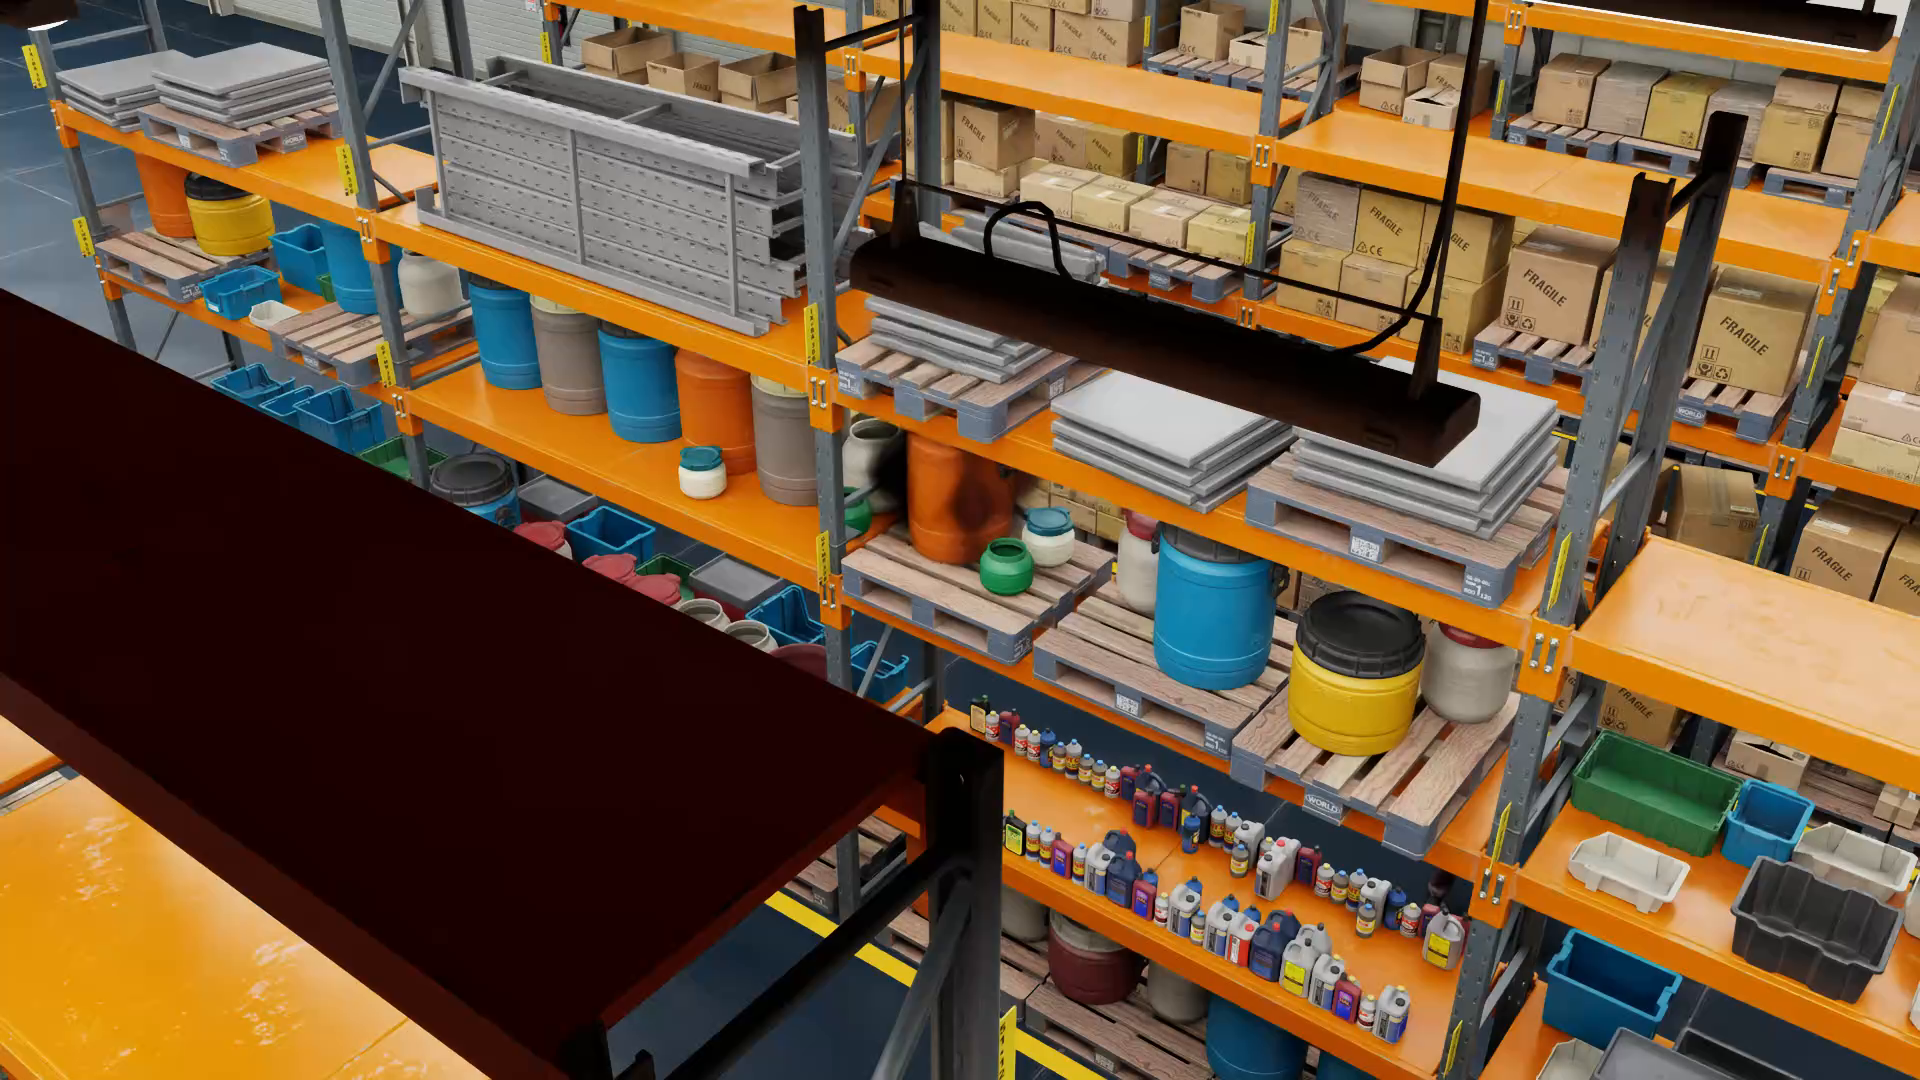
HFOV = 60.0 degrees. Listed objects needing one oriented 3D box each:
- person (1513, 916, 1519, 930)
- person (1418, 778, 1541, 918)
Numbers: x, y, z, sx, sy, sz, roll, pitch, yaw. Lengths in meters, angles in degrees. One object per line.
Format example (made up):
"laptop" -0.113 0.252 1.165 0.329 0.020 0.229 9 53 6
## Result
"person" 3.977 1.969 10.529 0.486 1.568 1.043 -22 37 -31
"person" 3.382 1.777 10.713 0.520 1.736 0.576 -27 41 -37
